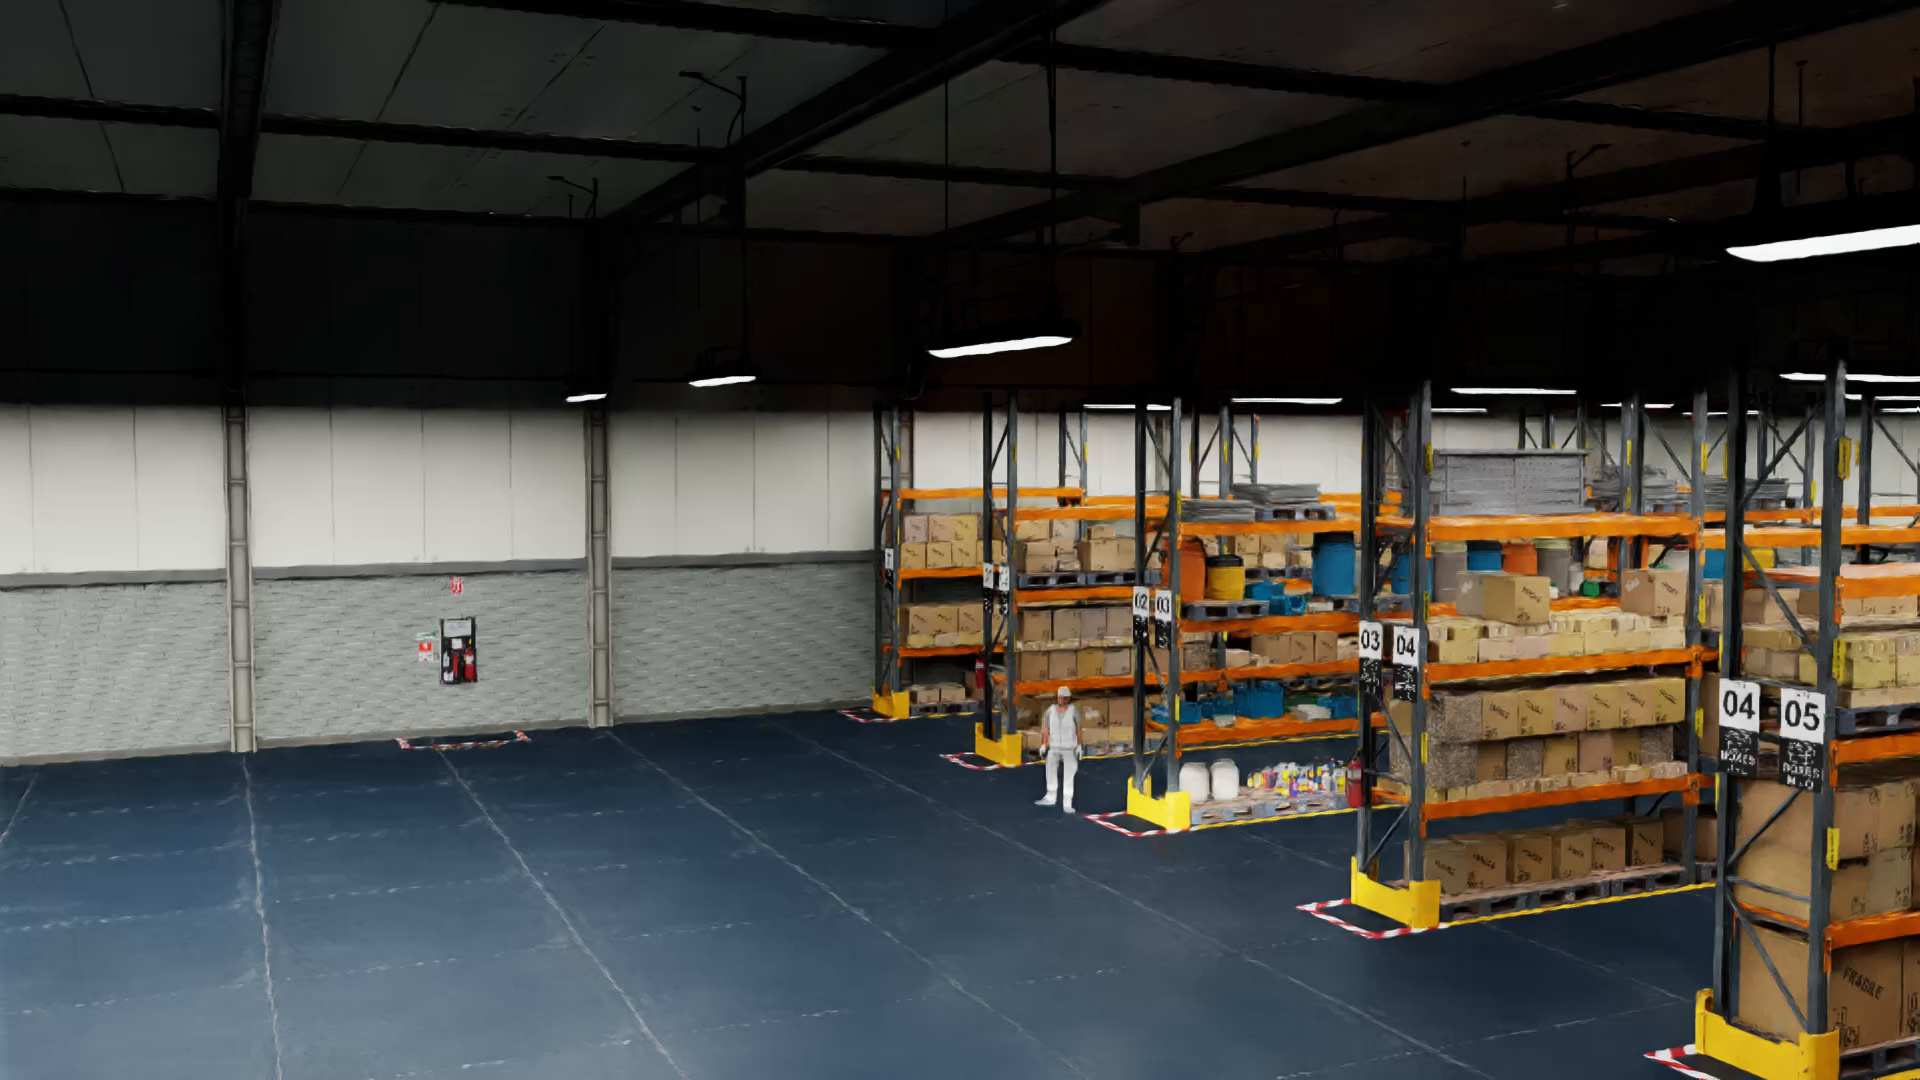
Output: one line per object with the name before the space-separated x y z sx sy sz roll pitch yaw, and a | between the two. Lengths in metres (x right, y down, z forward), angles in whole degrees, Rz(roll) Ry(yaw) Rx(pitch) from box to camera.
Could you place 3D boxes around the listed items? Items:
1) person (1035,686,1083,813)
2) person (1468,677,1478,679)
person | 1.360 2.917 23.379 0.714 1.785 0.486 1 4 20
person | 8.948 2.620 29.284 0.449 1.668 0.530 2 4 36
